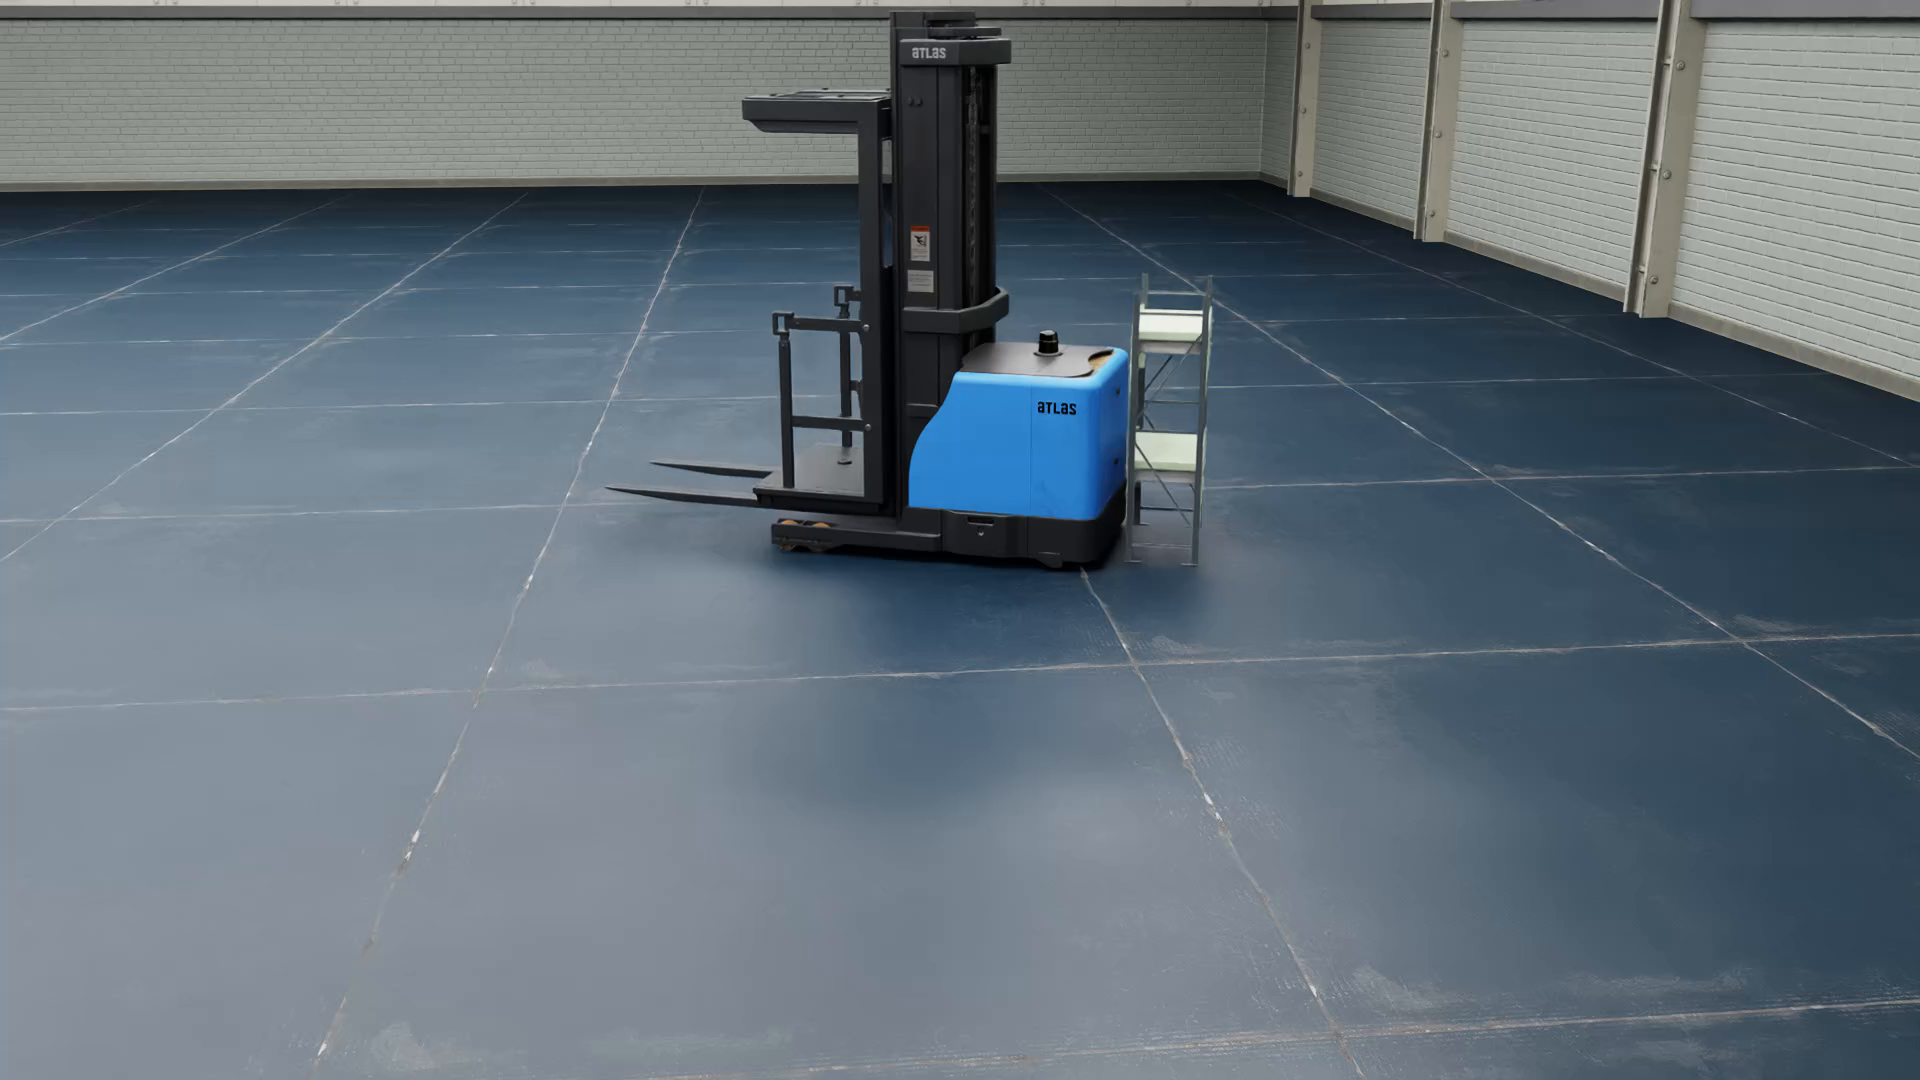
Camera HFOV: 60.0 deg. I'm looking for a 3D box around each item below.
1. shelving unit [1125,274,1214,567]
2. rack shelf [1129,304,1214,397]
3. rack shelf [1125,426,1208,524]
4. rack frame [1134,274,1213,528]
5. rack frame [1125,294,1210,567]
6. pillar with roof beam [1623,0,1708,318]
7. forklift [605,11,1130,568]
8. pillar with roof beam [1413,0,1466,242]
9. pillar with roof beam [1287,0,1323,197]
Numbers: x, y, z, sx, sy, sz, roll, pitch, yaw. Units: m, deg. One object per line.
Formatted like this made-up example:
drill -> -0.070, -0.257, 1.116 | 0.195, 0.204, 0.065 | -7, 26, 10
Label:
shelving unit -> 1.181, -0.690, 9.369 | 0.431, 1.500, 0.755 | 3, 18, 9
rack shelf -> 1.181, -1.062, 9.252 | 0.431, 0.370, 0.720 | 3, 18, 9
rack shelf -> 1.180, -0.379, 9.467 | 0.431, 0.370, 0.720 | 3, 18, 9
rack frame -> 1.242, -0.798, 9.713 | 0.400, 1.500, 0.023 | 3, 18, 9
rack frame -> 1.120, -0.582, 9.025 | 0.400, 1.500, 0.023 | 3, 18, 9
pillar with roof beam -> 2.758, -6.476, 15.283 | 9.100, 9.000, 0.400 | -2, 18, -6
forklift -> -0.580, -1.474, 9.478 | 3.031, 2.935, 1.130 | 5, 18, 15
pillar with roof beam -> 2.139, -8.264, 20.977 | 9.100, 9.000, 0.400 | -2, 18, -6
pillar with roof beam -> 1.520, -10.052, 26.671 | 9.100, 9.000, 0.400 | -2, 18, -6
